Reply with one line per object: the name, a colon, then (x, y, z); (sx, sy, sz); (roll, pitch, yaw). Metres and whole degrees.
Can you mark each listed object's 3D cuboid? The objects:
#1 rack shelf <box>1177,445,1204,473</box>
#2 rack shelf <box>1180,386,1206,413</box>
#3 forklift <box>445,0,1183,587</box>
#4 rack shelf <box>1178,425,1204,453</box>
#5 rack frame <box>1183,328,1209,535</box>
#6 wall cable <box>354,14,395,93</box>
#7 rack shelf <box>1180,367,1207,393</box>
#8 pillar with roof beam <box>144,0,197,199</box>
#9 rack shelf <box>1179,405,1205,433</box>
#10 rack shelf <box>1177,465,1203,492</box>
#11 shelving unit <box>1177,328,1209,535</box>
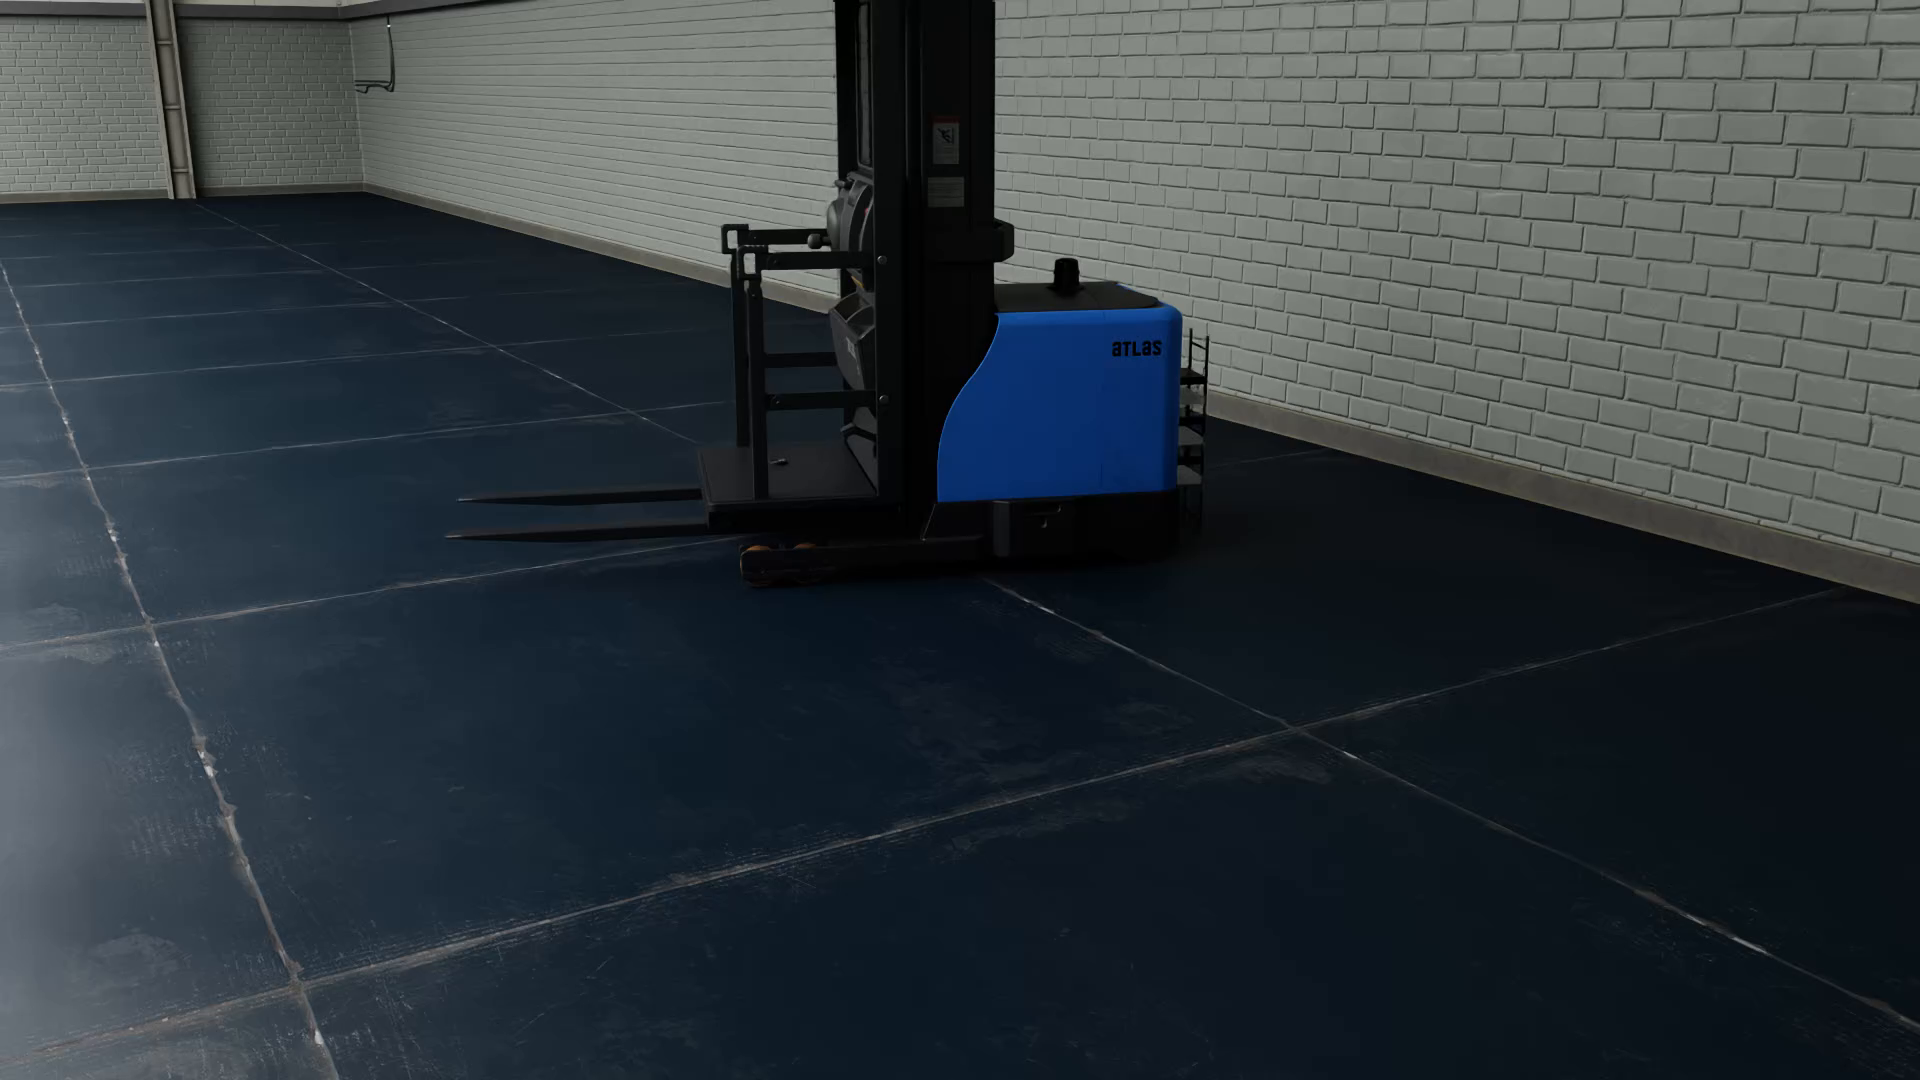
rack shelf: (0.961, -0.365, 7.501); (0.200, 0.077, 0.258); (-3, 16, -11)
rack shelf: (0.961, -0.625, 7.429); (0.200, 0.077, 0.258); (-3, 16, -11)
forklift: (-0.635, -1.377, 6.892); (3.031, 2.935, 1.130); (-3, 16, -11)
rack shelf: (0.961, -0.452, 7.477); (0.200, 0.077, 0.258); (-3, 16, -11)
rack frame: (1.060, -0.489, 7.487); (0.006, 0.900, 0.240); (-3, 16, -11)
wall cable: (-9.802, -8.663, 27.395); (0.112, 2.526, 3.097); (-9, 18, -30)
rack shelf: (0.961, -0.712, 7.404); (0.200, 0.077, 0.258); (-3, 16, -11)
pillar with roof beam: (-10.791, -9.059, 23.053); (0.400, 9.000, 9.100); (-9, 18, -30)
rack shelf: (0.961, -0.538, 7.453); (0.200, 0.077, 0.258); (-3, 16, -11)
rack shelf: (0.961, -0.278, 7.526); (0.200, 0.077, 0.258); (-3, 16, -11)
shelving unit: (0.961, -0.484, 7.468); (0.210, 0.900, 0.258); (-3, 16, -11)
